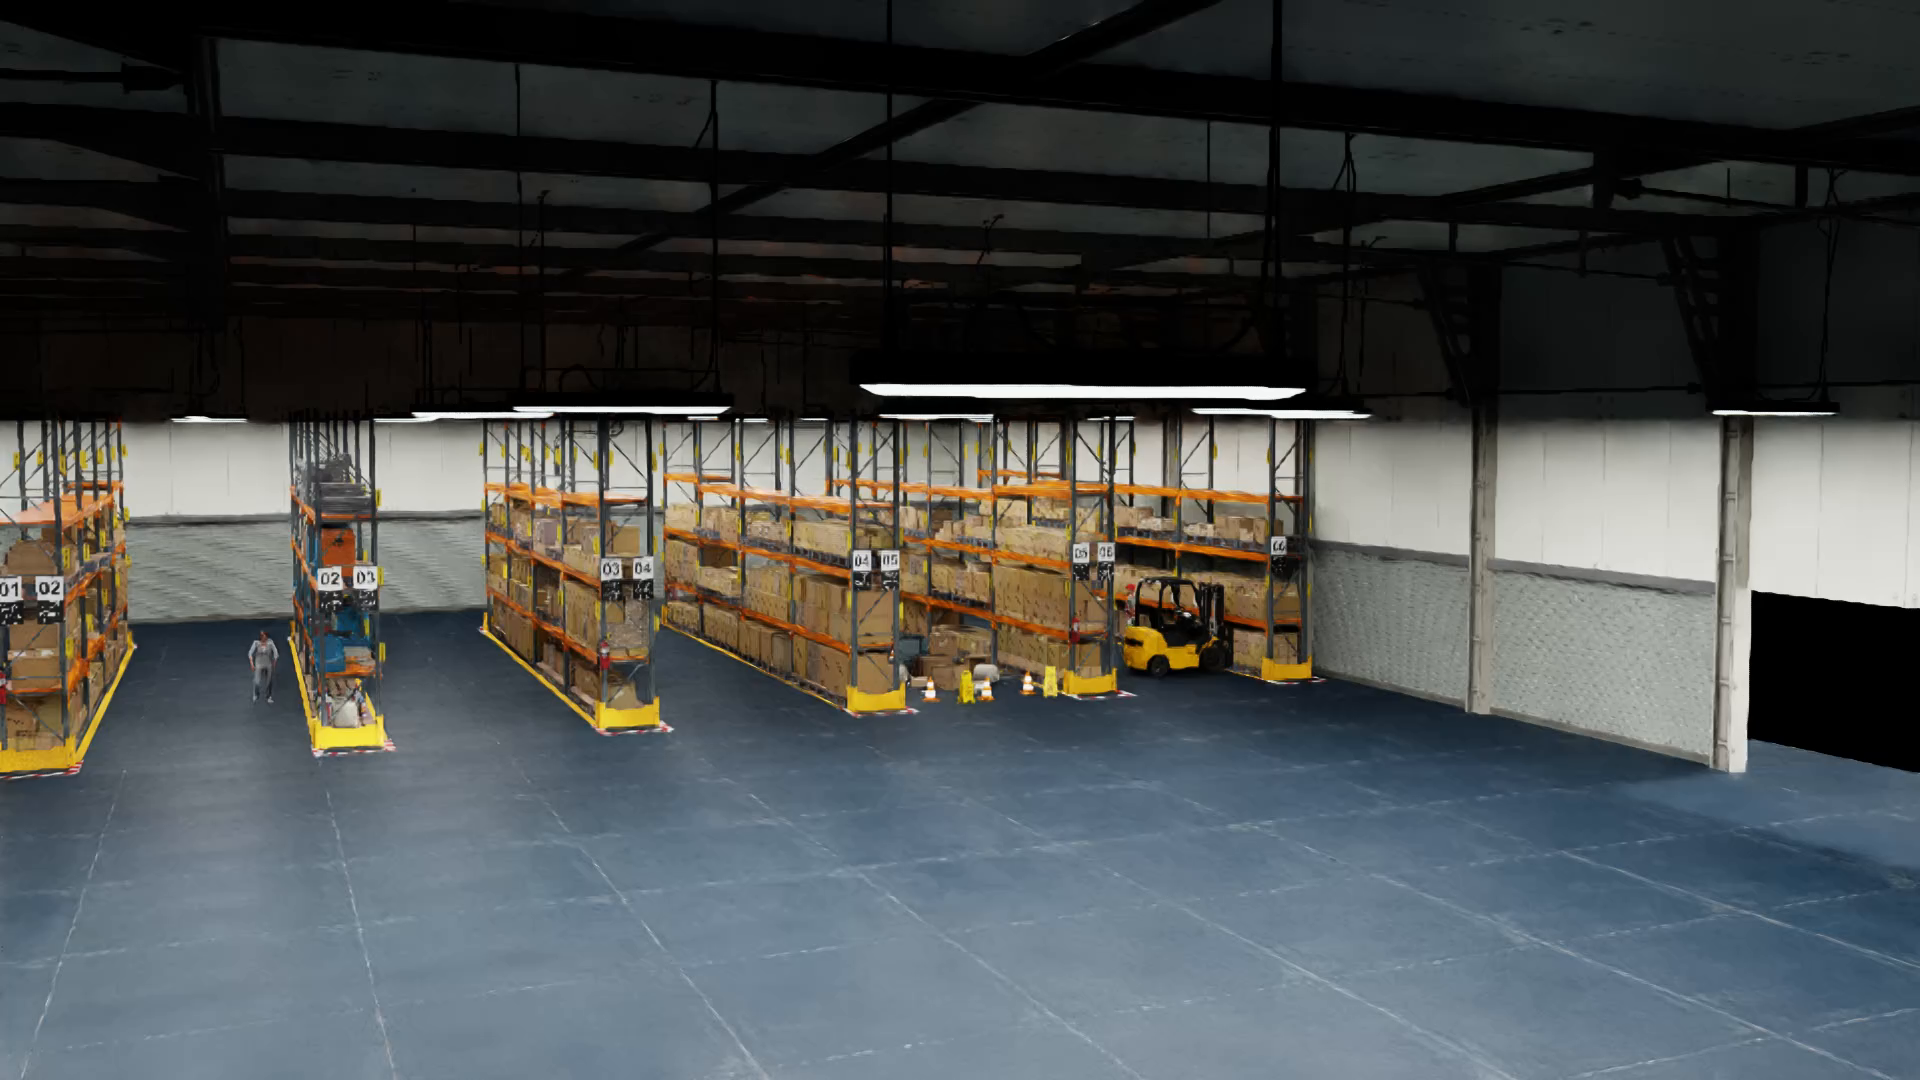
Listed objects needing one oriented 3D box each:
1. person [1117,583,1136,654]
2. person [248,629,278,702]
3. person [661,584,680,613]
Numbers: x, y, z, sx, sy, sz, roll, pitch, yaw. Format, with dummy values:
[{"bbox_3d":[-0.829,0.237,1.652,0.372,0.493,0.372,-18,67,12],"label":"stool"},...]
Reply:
[{"bbox_3d":[4.175,1.947,40.964,0.588,1.784,0.666,0,4,2],"label":"person"},{"bbox_3d":[-14.267,2.574,34.054,0.566,1.541,0.519,-2,4,-25],"label":"person"},{"bbox_3d":[-8.743,1.372,50.345,0.483,1.664,0.700,3,5,38],"label":"person"}]
